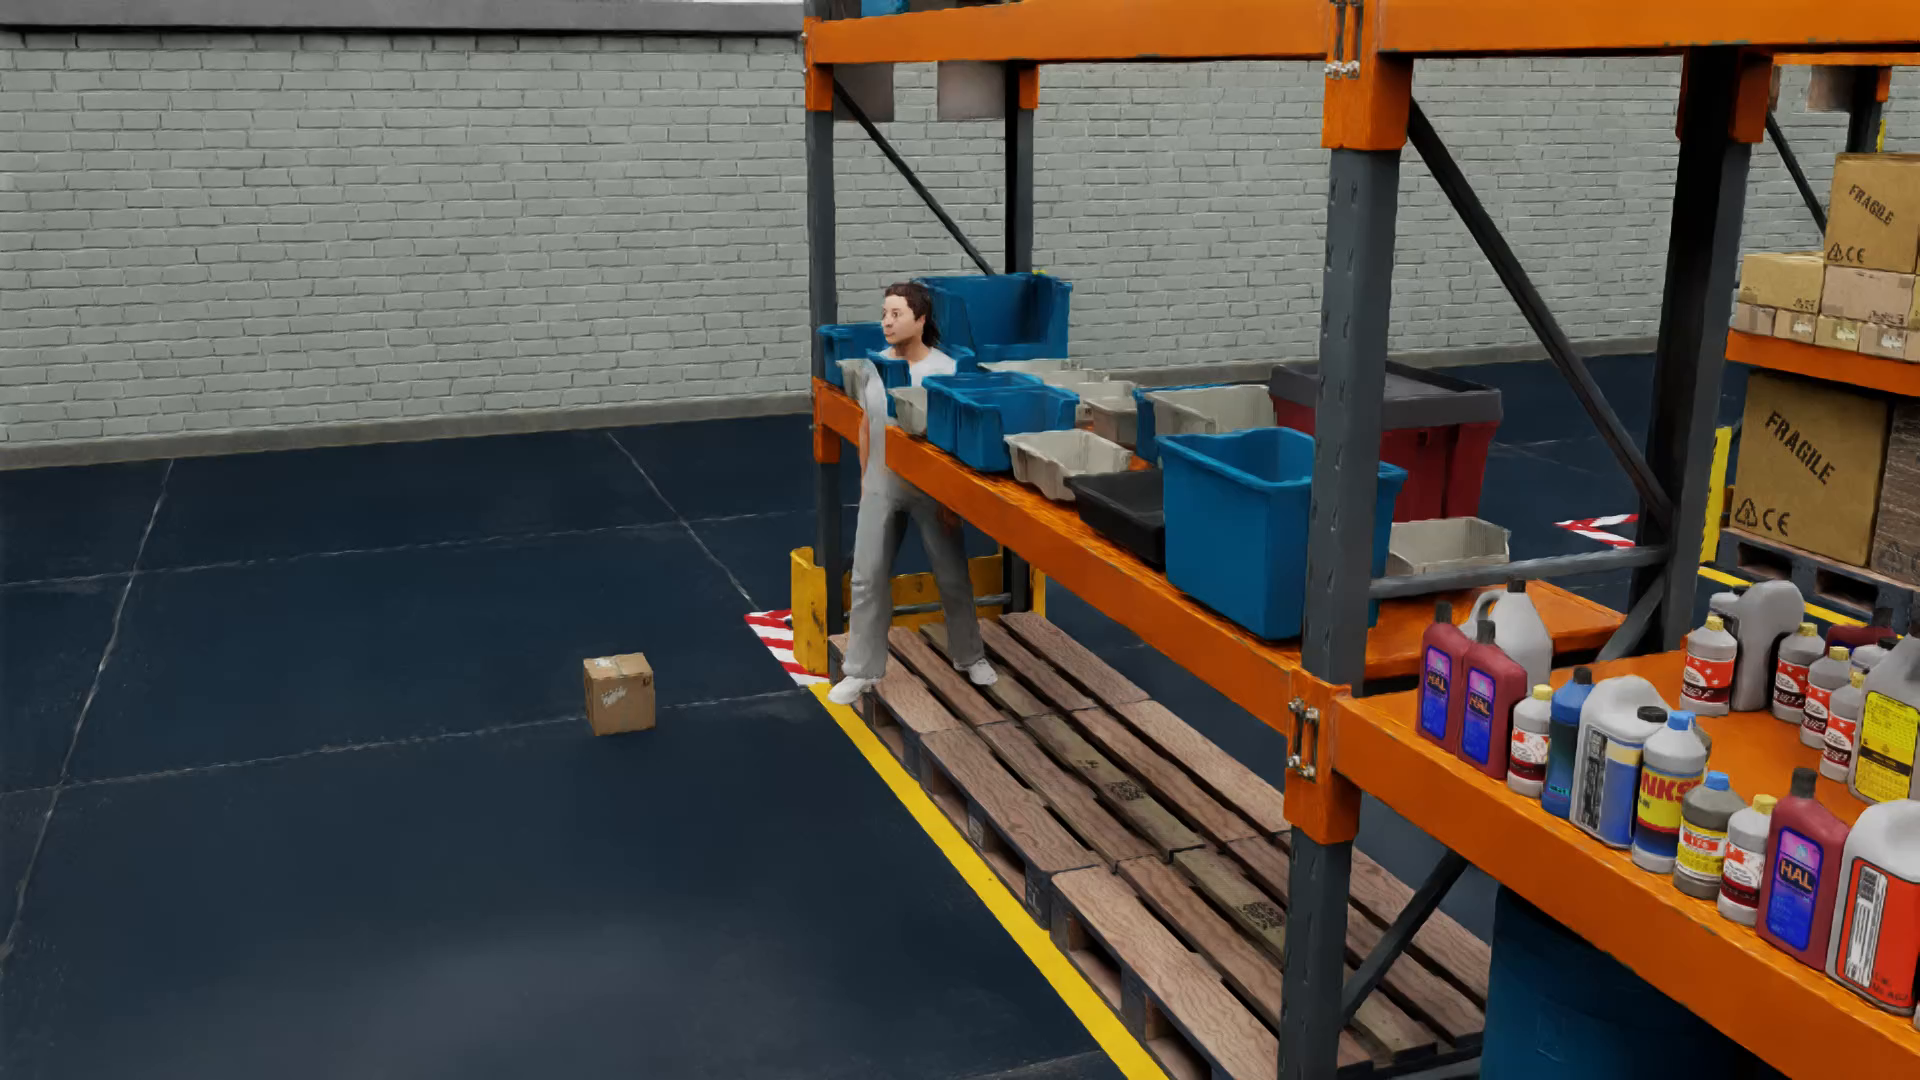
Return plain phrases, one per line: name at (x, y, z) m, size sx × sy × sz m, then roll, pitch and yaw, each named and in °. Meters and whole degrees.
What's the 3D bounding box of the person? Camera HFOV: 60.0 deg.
person at (-0.164, -0.178, 6.564) m, size 0.617 × 1.665 × 0.560 m, roll 5°, pitch 17°, yaw 19°
